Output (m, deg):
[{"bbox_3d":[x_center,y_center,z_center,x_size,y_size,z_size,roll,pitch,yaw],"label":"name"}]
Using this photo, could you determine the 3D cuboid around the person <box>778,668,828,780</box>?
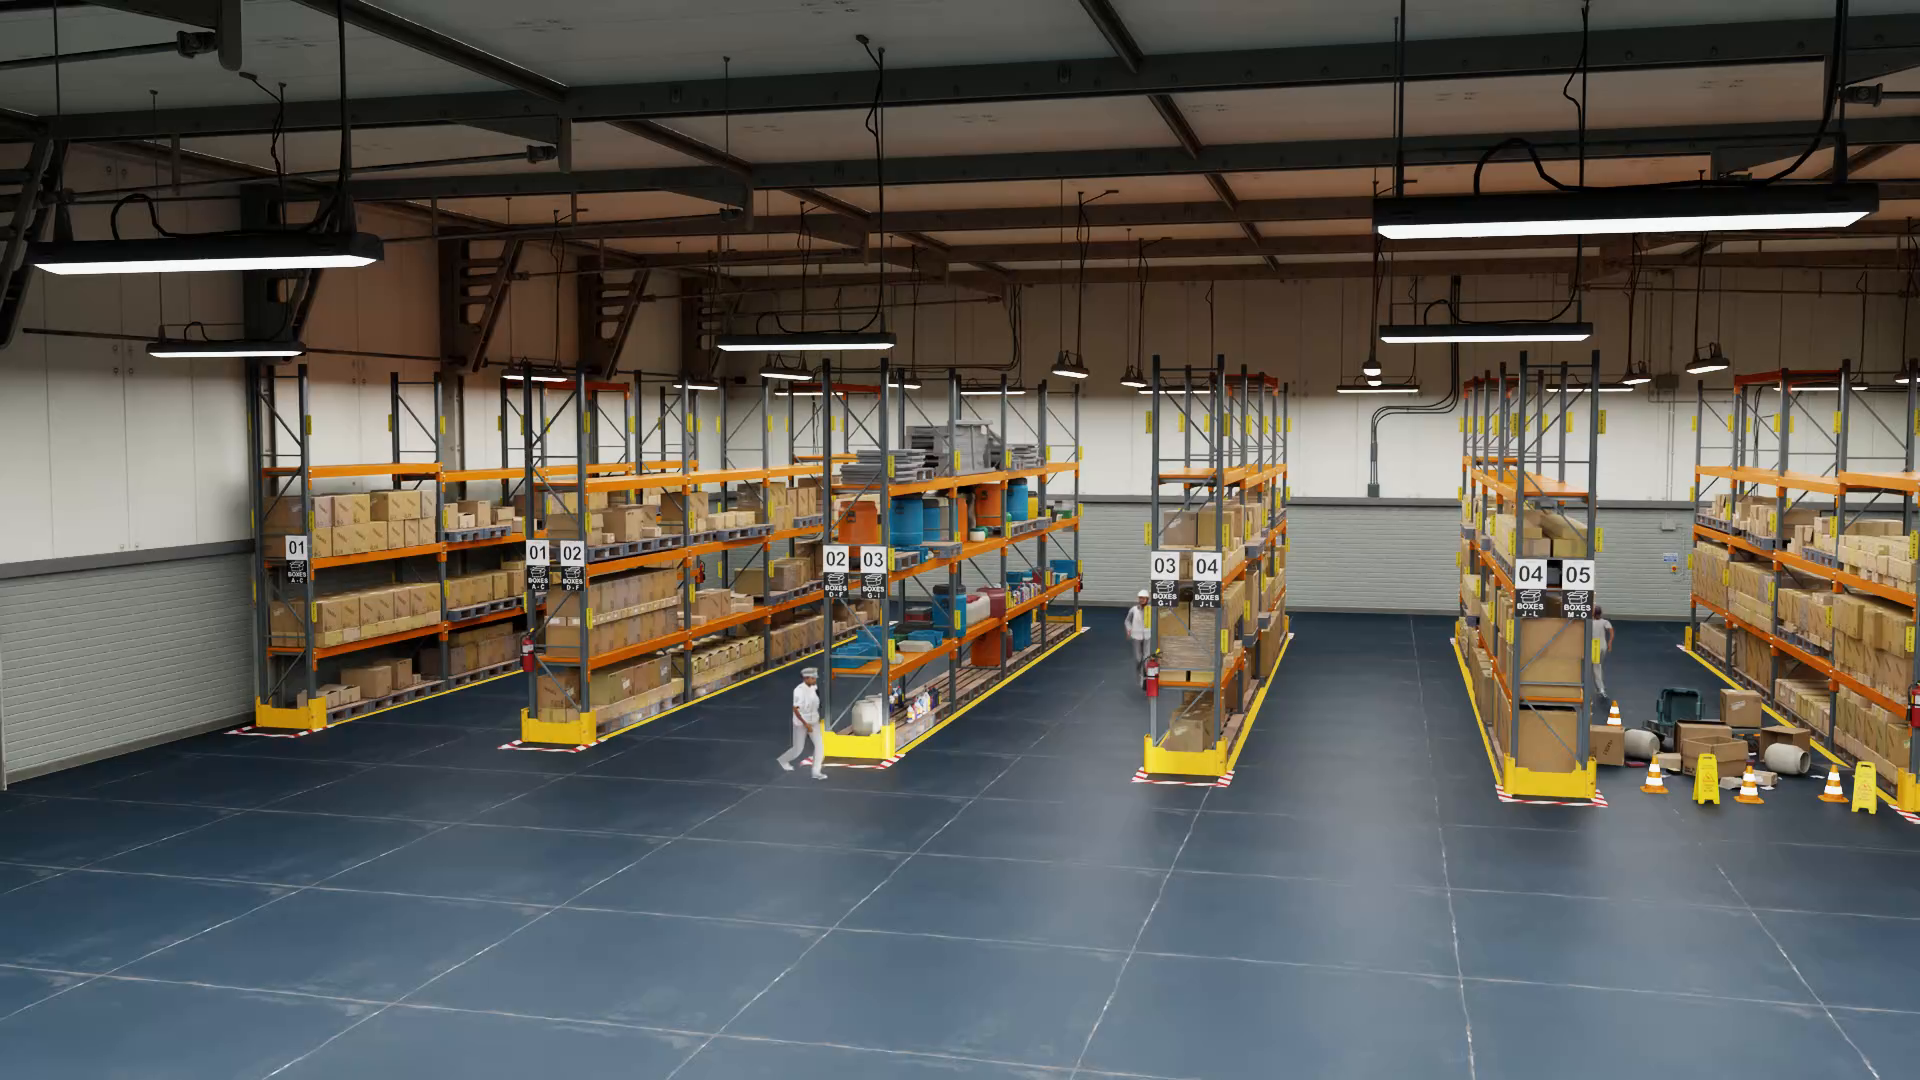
[{"bbox_3d":[-2.238,2.581,23.609,0.482,1.596,0.839,-3,5,-38],"label":"person"}]

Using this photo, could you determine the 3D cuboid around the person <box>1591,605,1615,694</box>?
[{"bbox_3d":[11.837,2.060,30.873,0.512,1.676,0.785,0,4,2],"label":"person"}]

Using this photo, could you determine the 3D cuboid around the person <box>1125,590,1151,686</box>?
[{"bbox_3d":[3.346,1.774,30.323,0.667,1.733,0.553,0,4,2],"label":"person"}]
